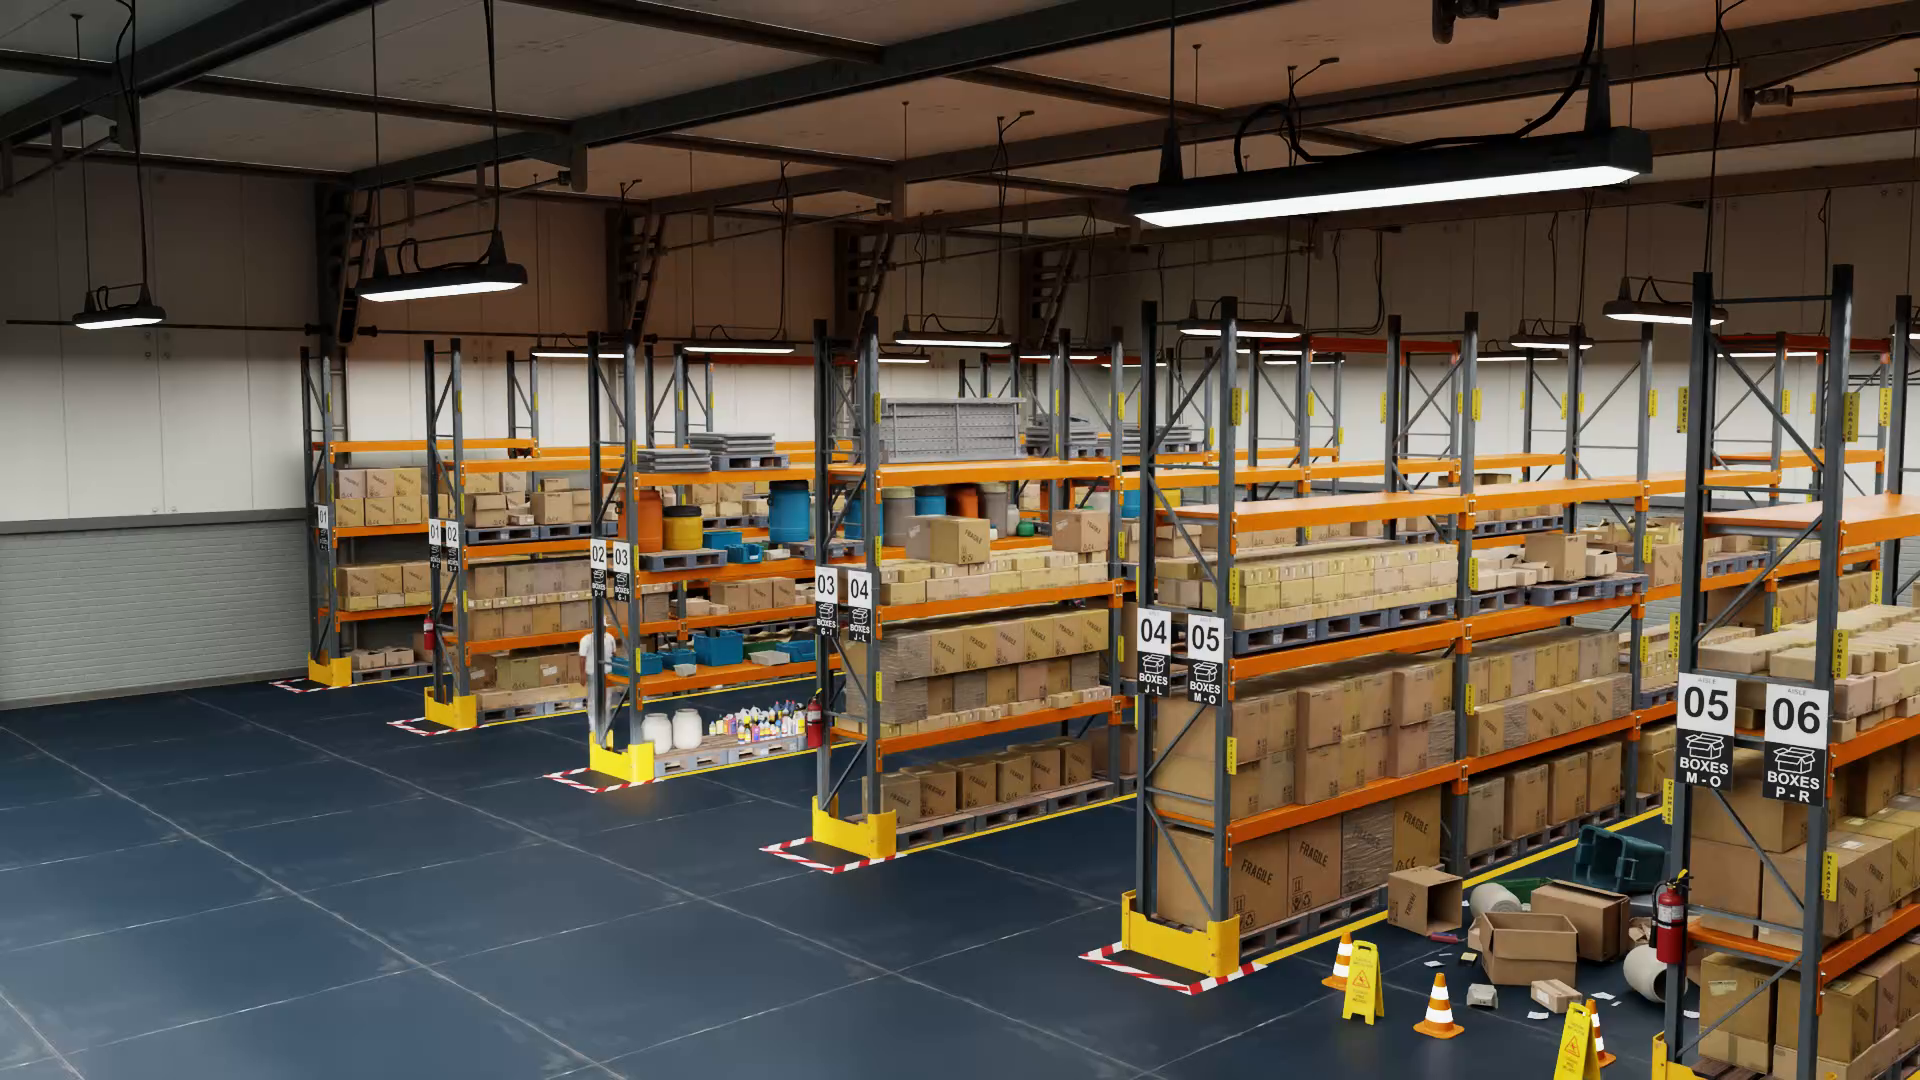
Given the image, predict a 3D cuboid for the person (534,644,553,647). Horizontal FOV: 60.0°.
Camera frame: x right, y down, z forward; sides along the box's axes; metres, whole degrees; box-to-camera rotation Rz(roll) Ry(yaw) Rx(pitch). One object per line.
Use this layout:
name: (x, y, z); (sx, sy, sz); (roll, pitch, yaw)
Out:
person: (-7.466, 1.733, 29.875); (0.576, 1.705, 0.415); (-2, 5, -23)

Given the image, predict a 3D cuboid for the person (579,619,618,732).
person: (-5.518, 2.043, 25.437); (0.597, 1.778, 0.418); (-3, 6, -30)
